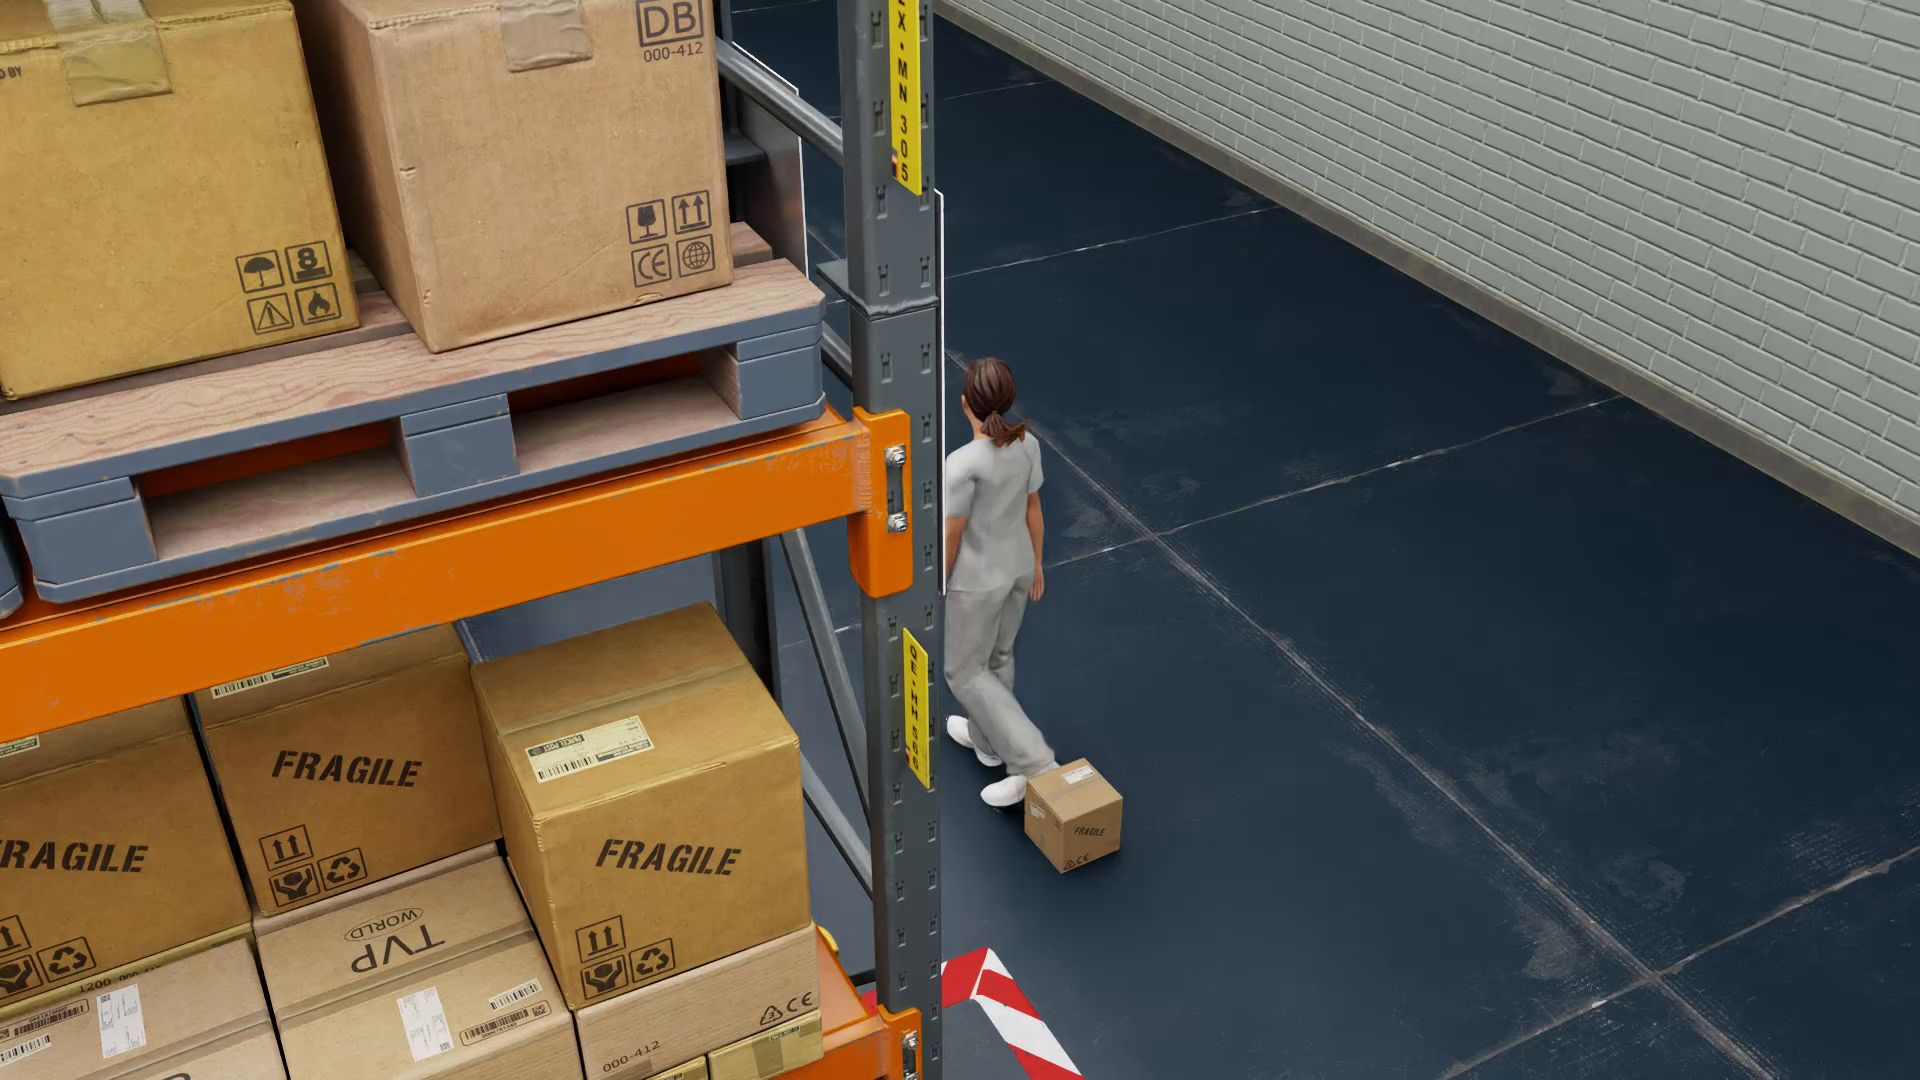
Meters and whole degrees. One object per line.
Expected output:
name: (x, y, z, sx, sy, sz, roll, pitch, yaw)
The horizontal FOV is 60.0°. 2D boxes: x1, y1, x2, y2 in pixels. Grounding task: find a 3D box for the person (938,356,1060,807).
person: (0.149, 0.170, 5.879, 0.616, 1.666, 0.501, 27, 42, 35)
